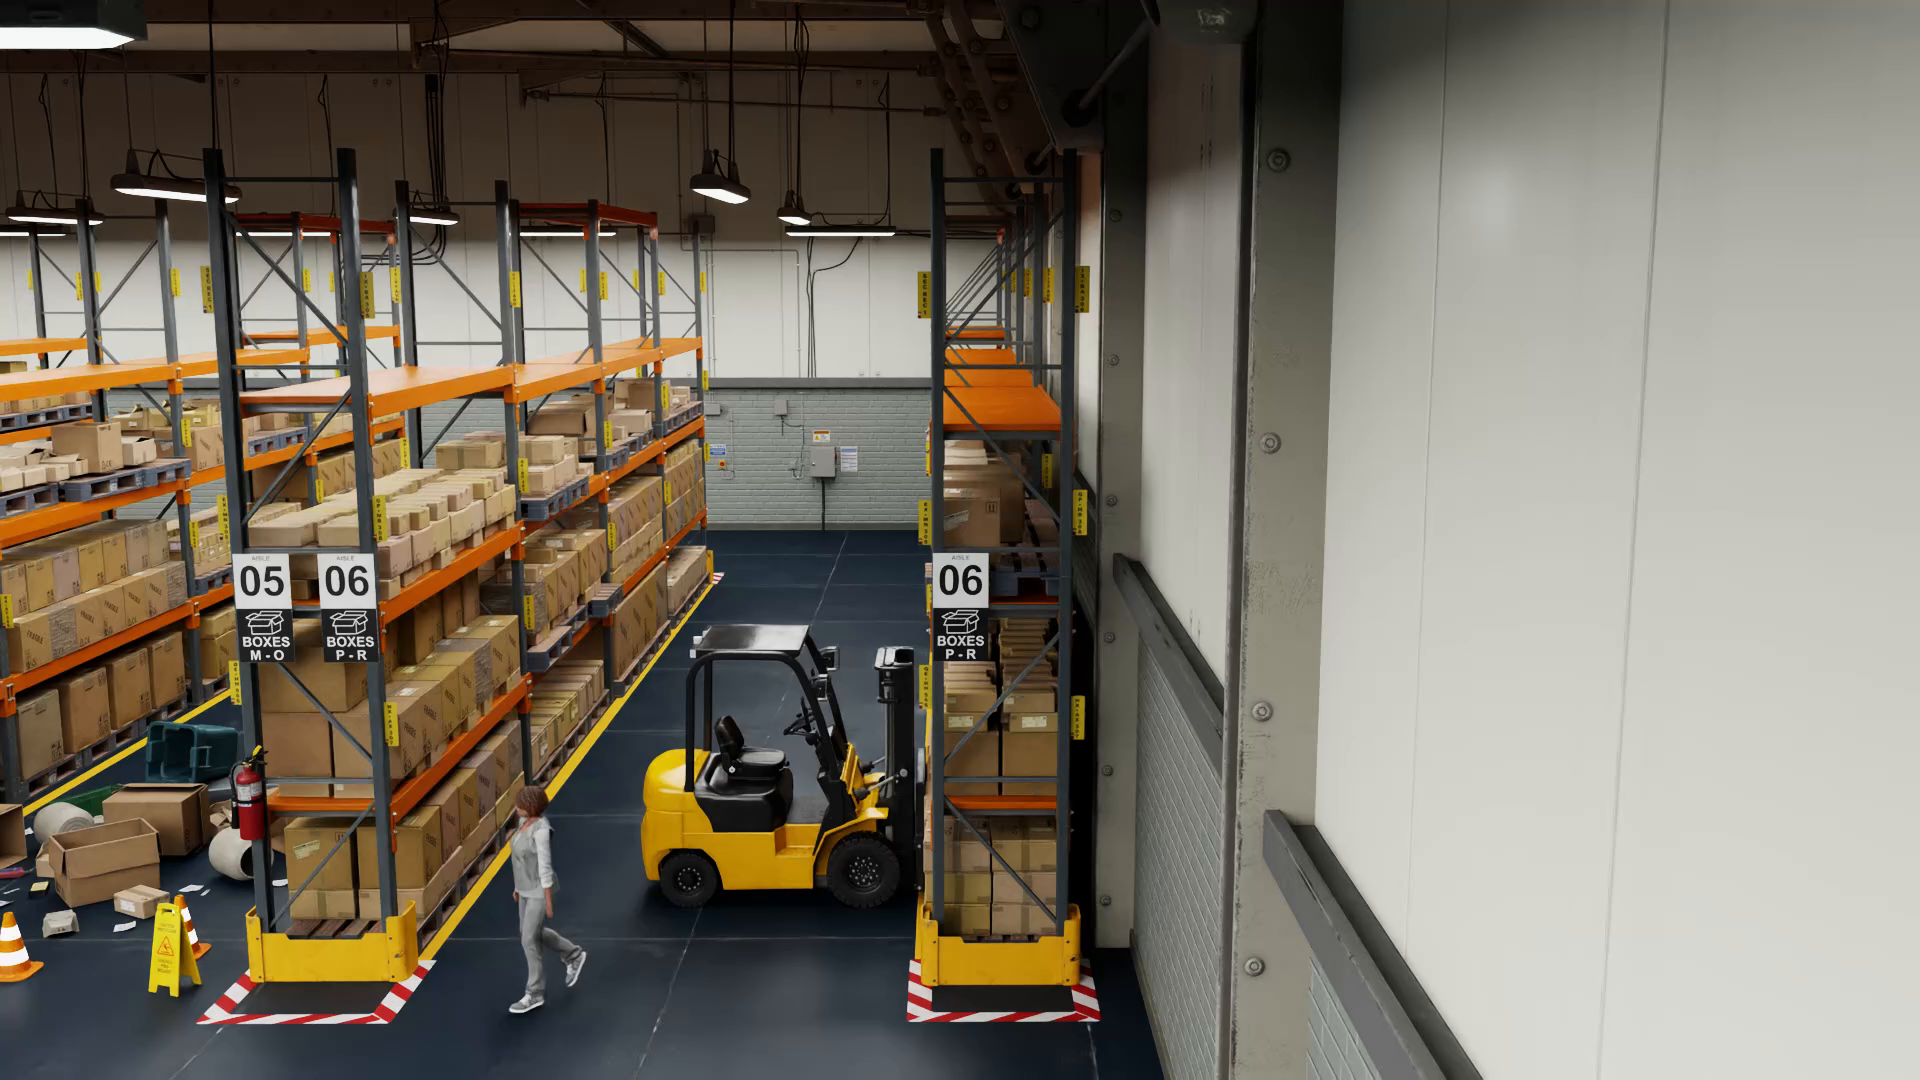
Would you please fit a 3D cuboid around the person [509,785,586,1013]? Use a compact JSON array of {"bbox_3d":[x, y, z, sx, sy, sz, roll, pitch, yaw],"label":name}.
[{"bbox_3d":[-2.960,2.518,11.835,0.633,1.561,0.402,-5,11,-30],"label":"person"}]
